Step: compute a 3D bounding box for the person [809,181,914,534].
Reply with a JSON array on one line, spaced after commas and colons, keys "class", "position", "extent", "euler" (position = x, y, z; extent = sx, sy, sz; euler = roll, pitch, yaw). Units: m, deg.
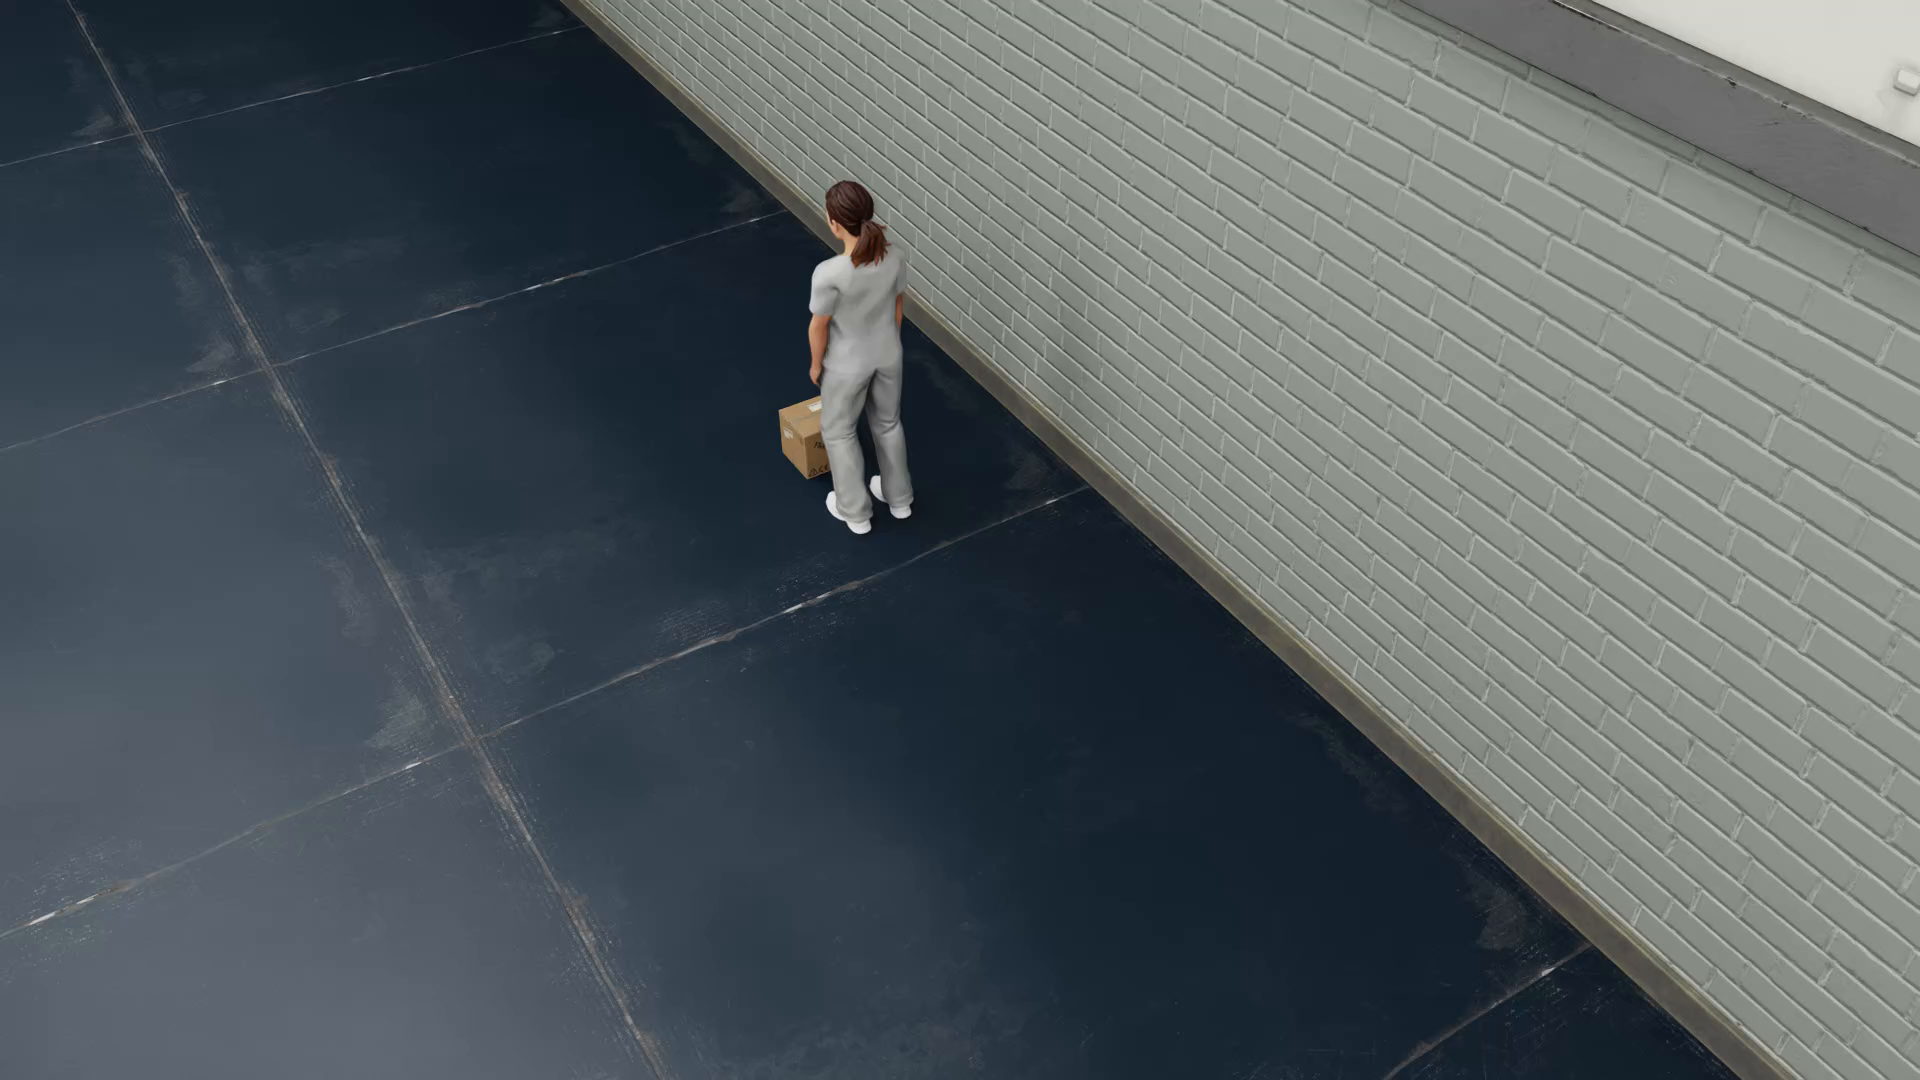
[{"class": "person", "position": [-0.421, -0.746, 7.028], "extent": [0.443, 1.670, 0.361], "euler": [-22, 45, -23]}]
